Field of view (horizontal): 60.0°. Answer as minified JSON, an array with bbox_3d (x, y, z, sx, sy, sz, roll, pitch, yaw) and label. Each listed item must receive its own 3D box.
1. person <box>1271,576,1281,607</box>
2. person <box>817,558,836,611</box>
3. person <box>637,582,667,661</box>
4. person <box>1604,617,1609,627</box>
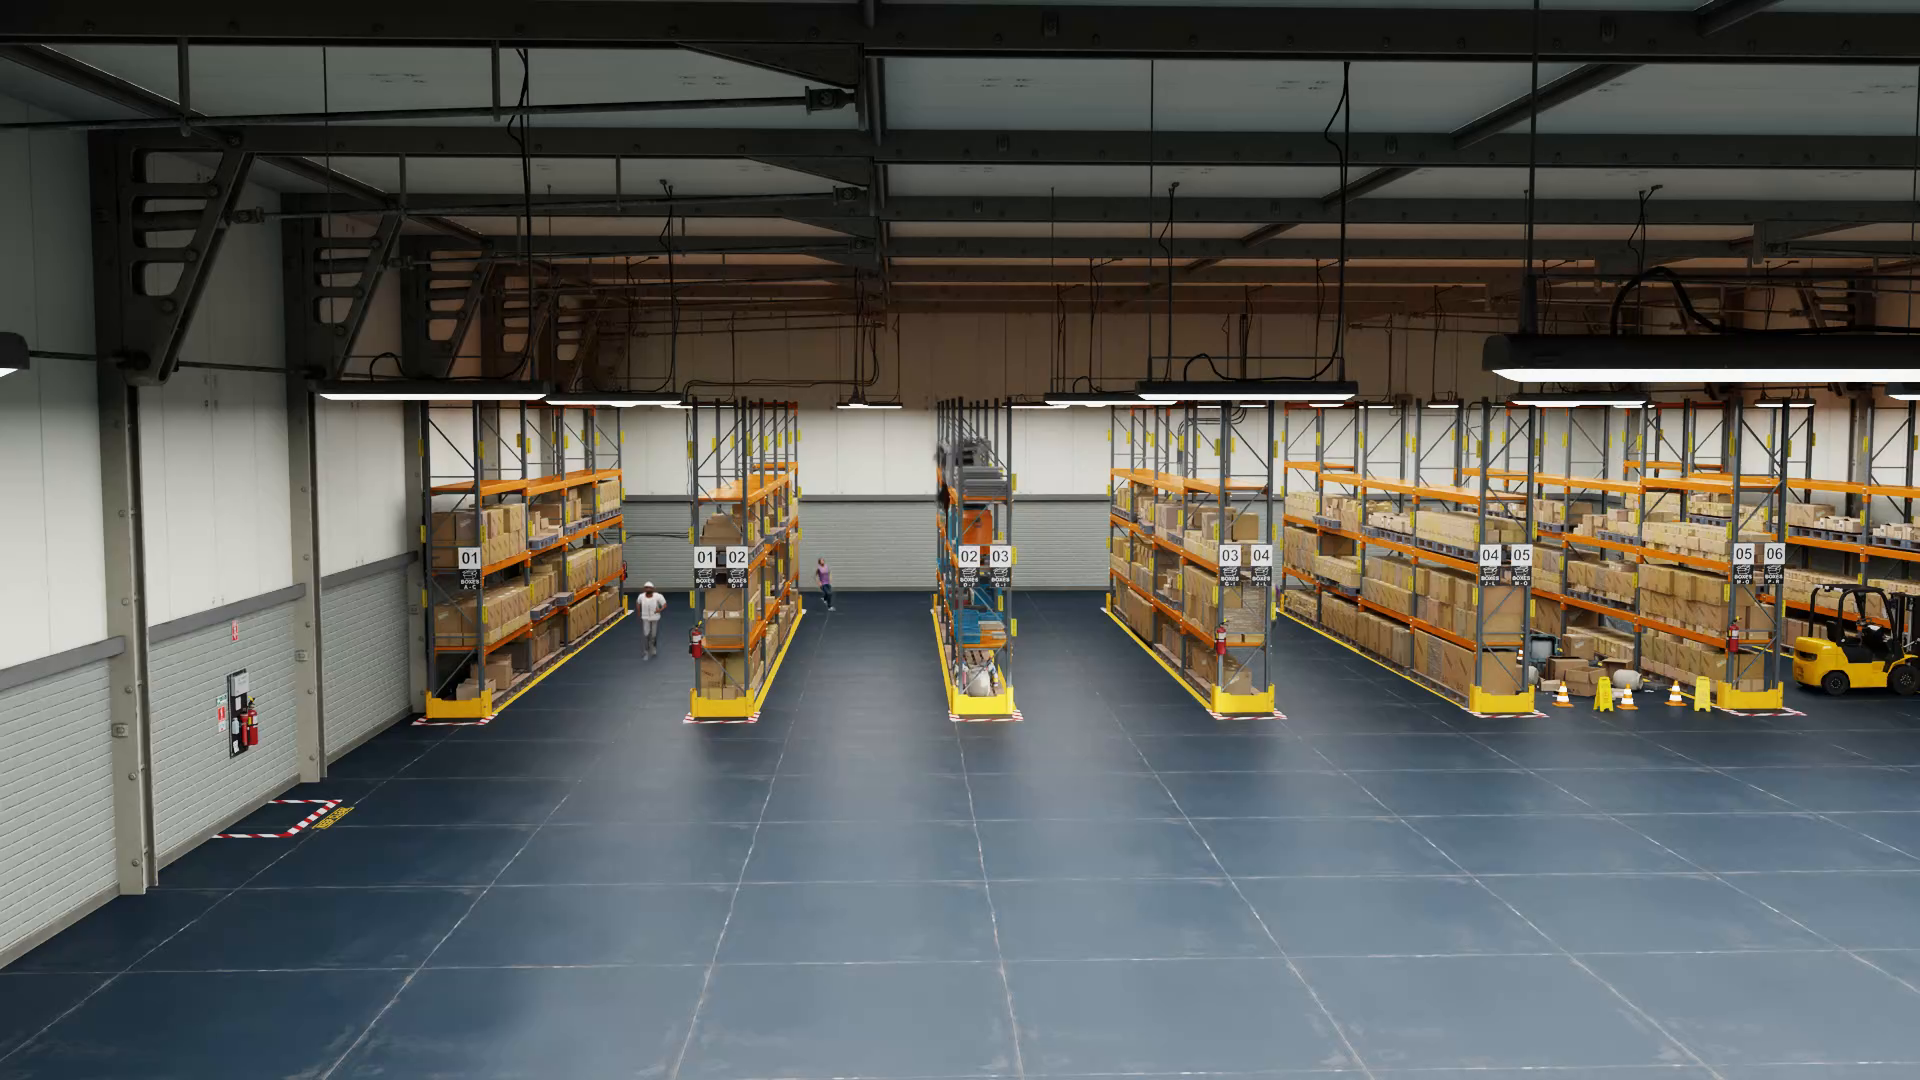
[{"bbox_3d":[7.685,1.241,41.235,0.670,0.875,0.571,0,4,-4],"label":"person"},{"bbox_3d":[-3.908,1.277,47.789,0.551,1.514,0.513,-3,5,-32],"label":"person"},{"bbox_3d":[-7.150,1.875,38.595,0.702,1.820,0.777,0,4,-2],"label":"person"},{"bbox_3d":[16.504,1.522,42.803,0.707,1.795,1.049,0,4,-4],"label":"person"}]
